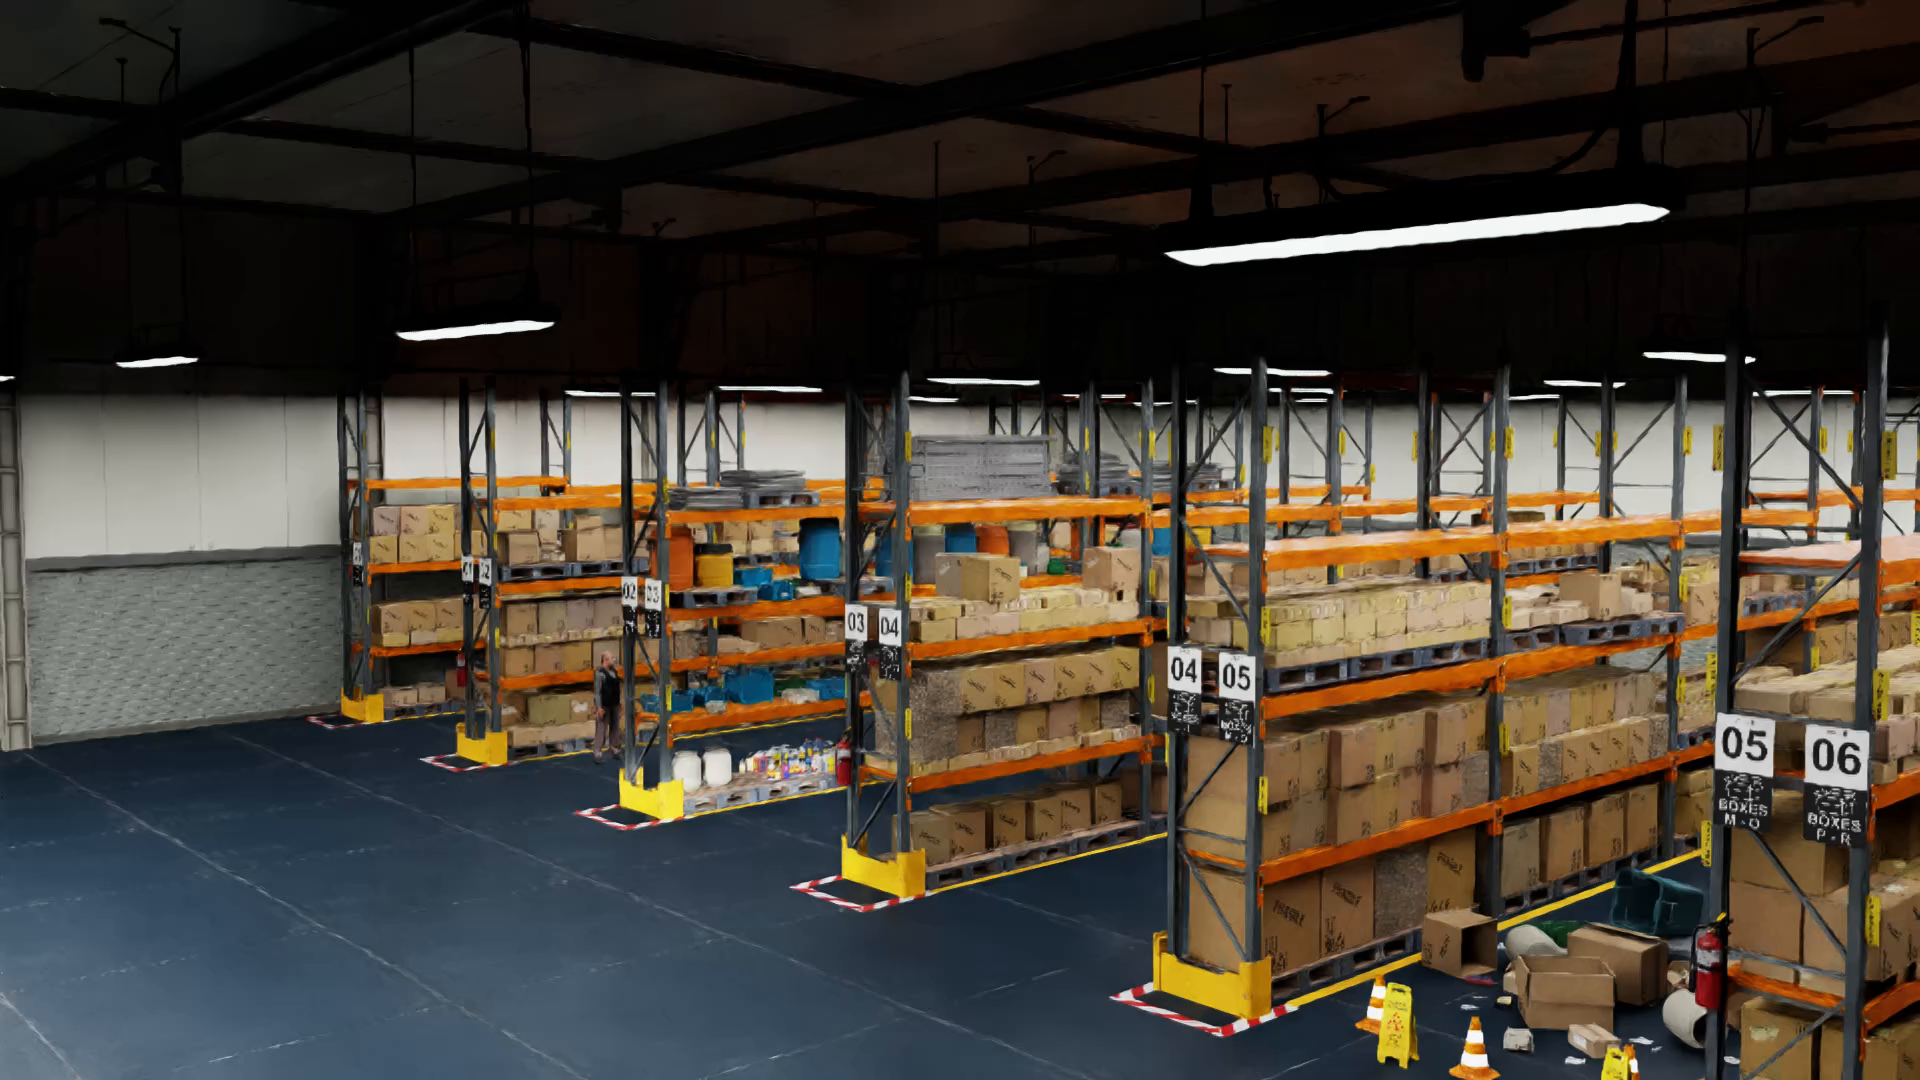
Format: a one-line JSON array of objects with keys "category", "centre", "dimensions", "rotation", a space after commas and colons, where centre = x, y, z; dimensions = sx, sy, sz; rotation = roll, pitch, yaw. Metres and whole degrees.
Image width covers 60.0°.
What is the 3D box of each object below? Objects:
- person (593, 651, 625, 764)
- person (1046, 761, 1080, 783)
[{"category": "person", "centre": [-5.453, 2.586, 25.899], "dimensions": [0.462, 1.731, 0.598], "rotation": [1, 4, 21]}, {"category": "person", "centre": [1.446, 2.828, 22.921], "dimensions": [0.531, 1.676, 0.682], "rotation": [-3, 5, -43]}]
